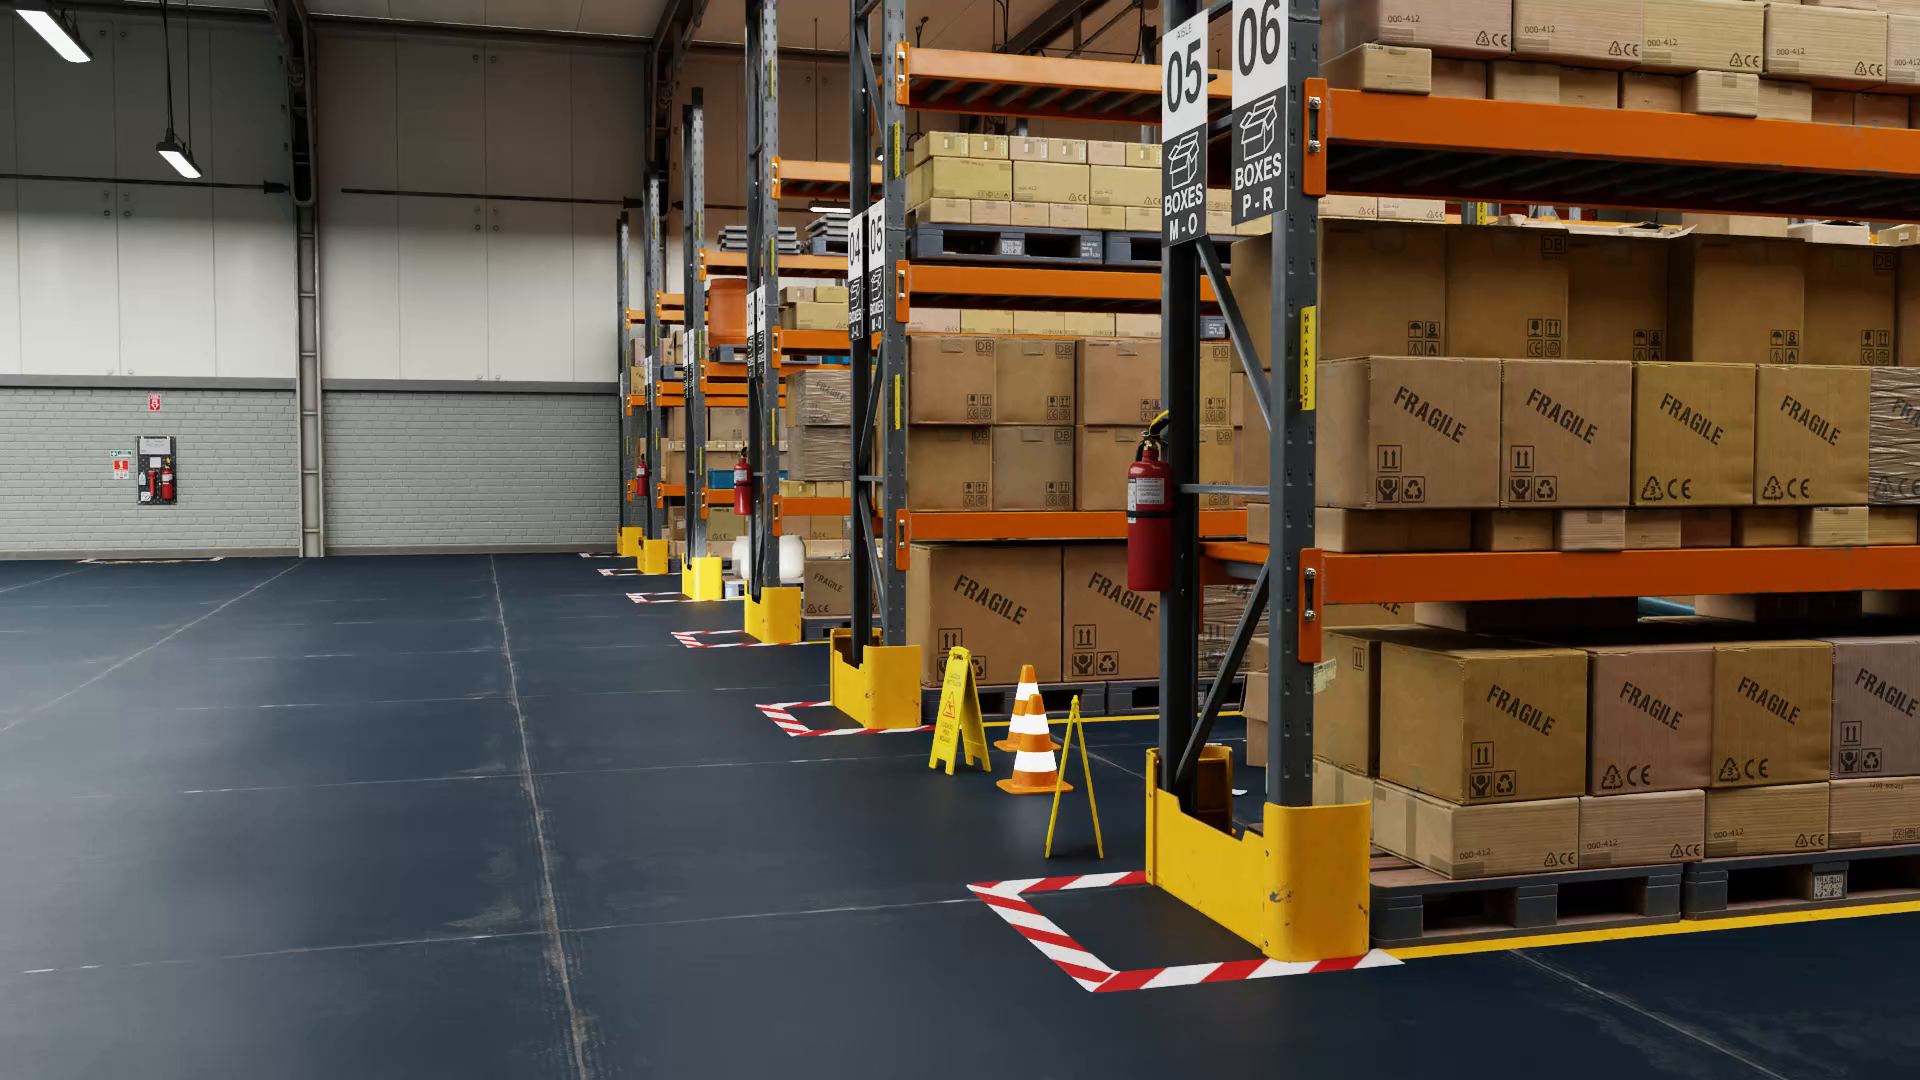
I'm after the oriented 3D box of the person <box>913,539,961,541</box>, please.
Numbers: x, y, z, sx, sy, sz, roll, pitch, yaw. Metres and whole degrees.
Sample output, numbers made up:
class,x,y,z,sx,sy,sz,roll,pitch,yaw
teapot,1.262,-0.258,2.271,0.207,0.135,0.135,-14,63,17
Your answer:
class,x,y,z,sx,sy,sz,roll,pitch,yaw
person,-0.248,-0.116,18.248,0.595,1.778,0.449,-1,3,-19
